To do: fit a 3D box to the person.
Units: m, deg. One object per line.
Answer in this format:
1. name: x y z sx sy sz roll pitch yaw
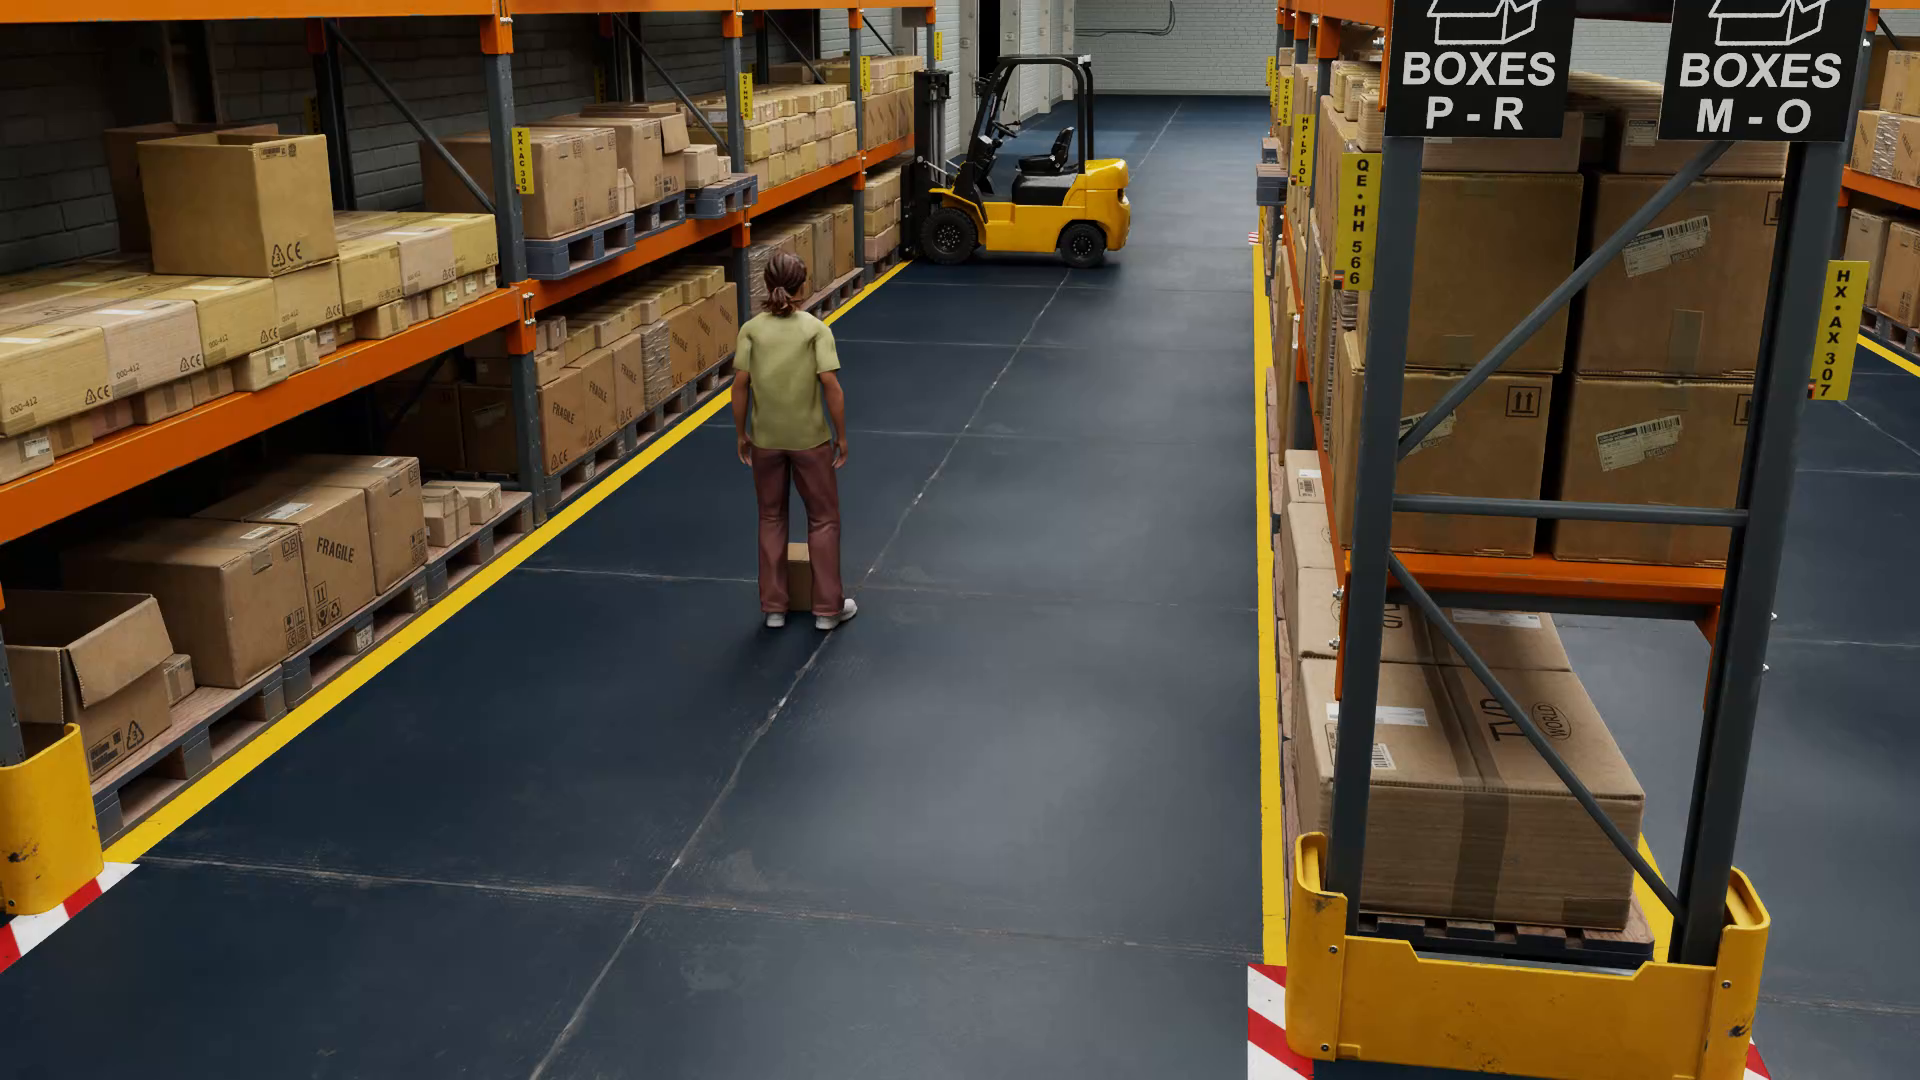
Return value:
1. person: -0.746 -0.427 7.372 0.503 1.672 0.352 3 18 8
